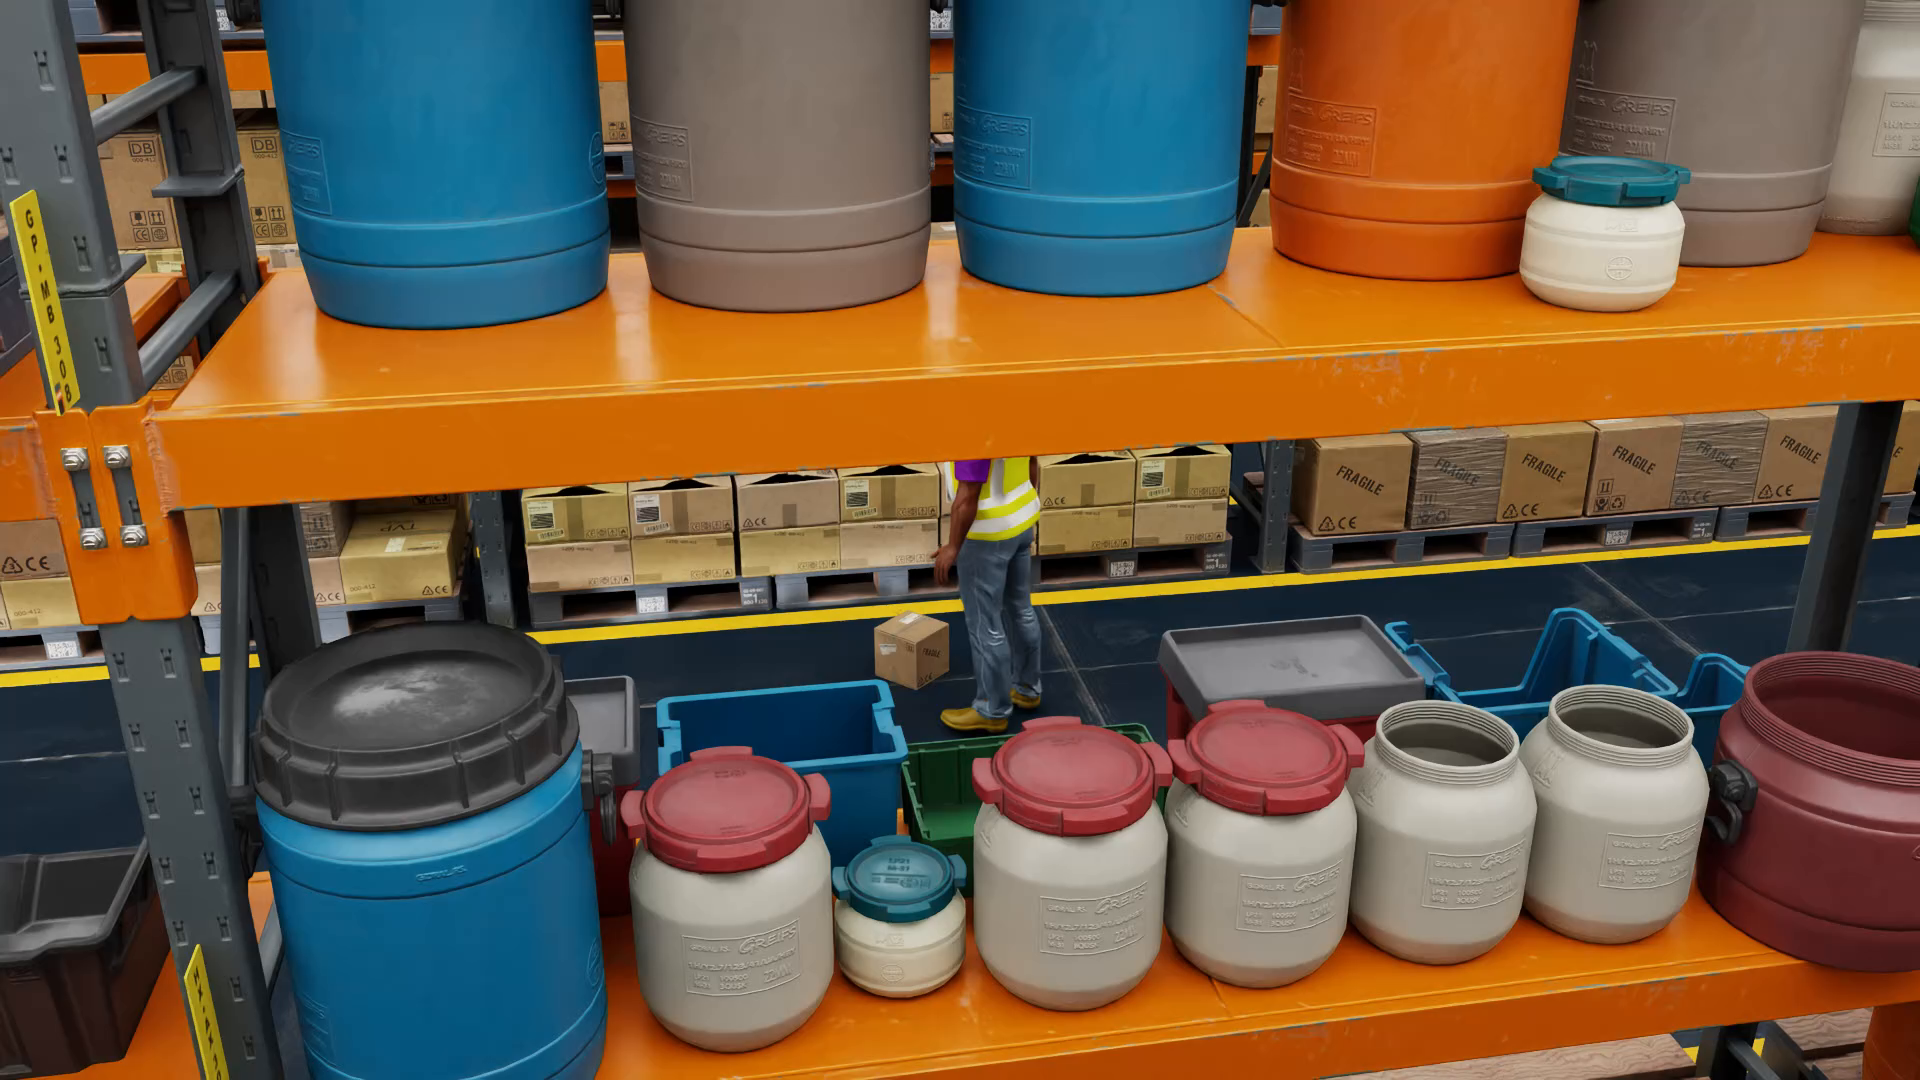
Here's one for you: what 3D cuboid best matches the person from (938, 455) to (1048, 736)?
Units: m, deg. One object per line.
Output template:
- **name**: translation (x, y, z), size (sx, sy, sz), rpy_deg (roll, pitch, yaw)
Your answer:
- **person**: translation (0.148, -0.032, 7.113), size (0.354, 1.768, 0.599), rpy_deg (18, 29, 36)
